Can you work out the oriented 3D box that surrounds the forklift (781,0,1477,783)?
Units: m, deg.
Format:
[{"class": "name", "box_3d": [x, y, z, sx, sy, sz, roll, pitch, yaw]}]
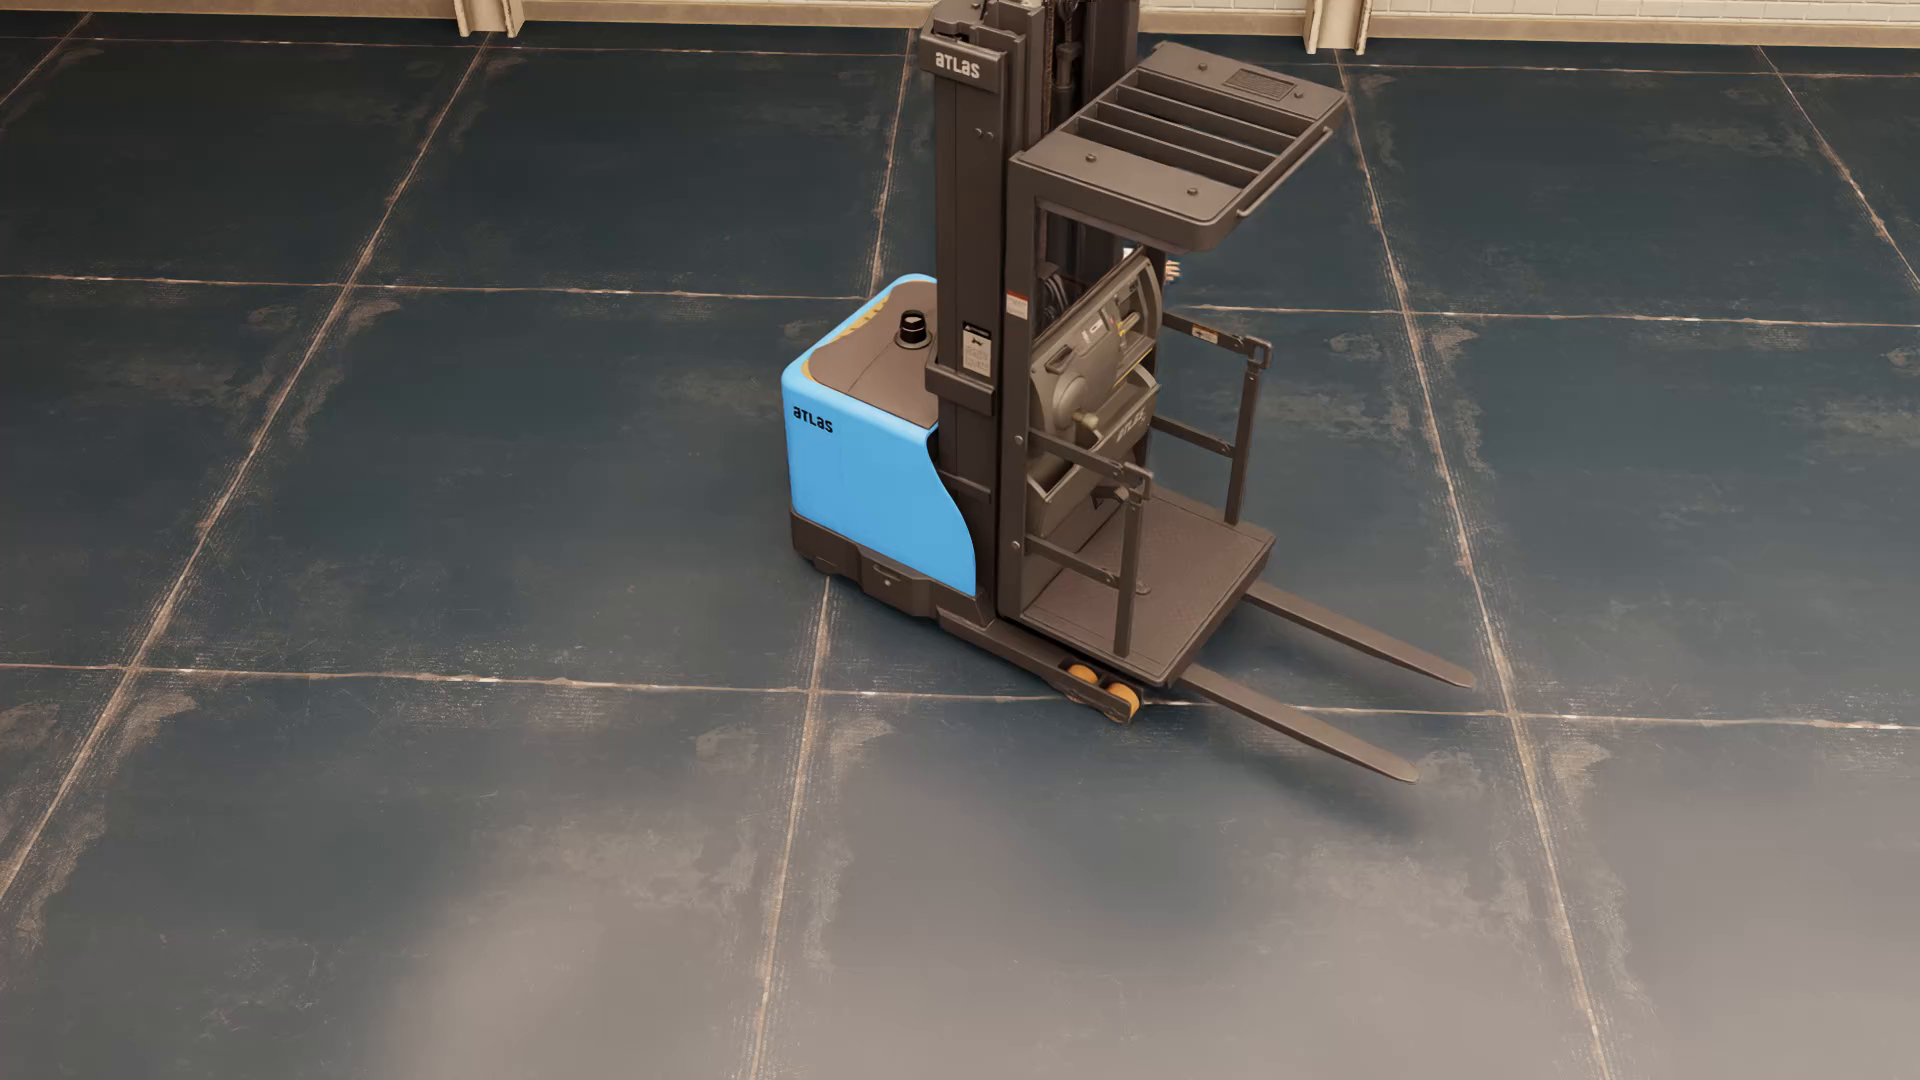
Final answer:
[{"class": "forklift", "box_3d": [0.722, -0.720, 6.531, 3.031, 2.935, 1.130, 24, 48, 24]}]

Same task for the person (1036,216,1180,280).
[{"class": "person", "box_3d": [0.738, -1.263, 8.113, 0.771, 1.520, 1.065, 18, 45, 19]}]
